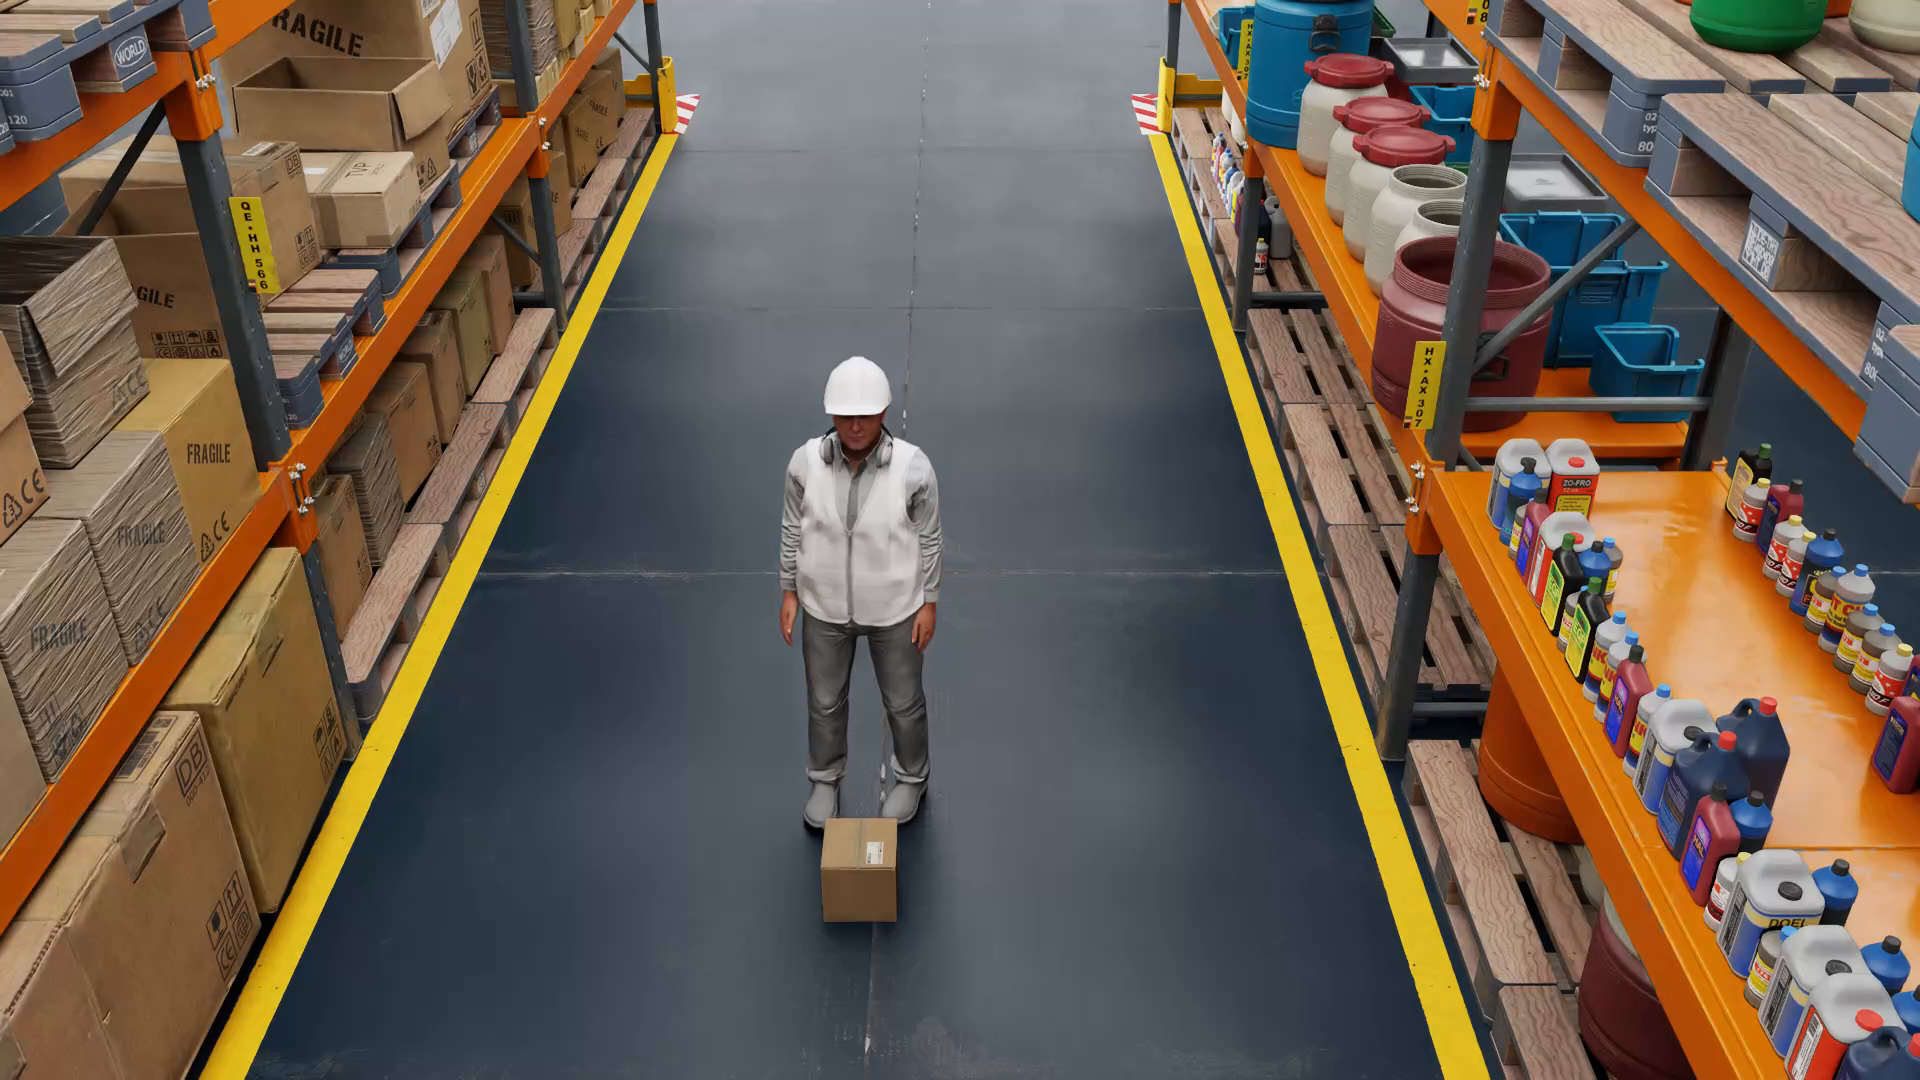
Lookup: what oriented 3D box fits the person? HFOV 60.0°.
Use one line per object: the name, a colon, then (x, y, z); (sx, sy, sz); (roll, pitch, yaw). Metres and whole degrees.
person: (-0.348, 0.219, 5.724); (0.566, 1.776, 0.392); (4, 32, 6)
